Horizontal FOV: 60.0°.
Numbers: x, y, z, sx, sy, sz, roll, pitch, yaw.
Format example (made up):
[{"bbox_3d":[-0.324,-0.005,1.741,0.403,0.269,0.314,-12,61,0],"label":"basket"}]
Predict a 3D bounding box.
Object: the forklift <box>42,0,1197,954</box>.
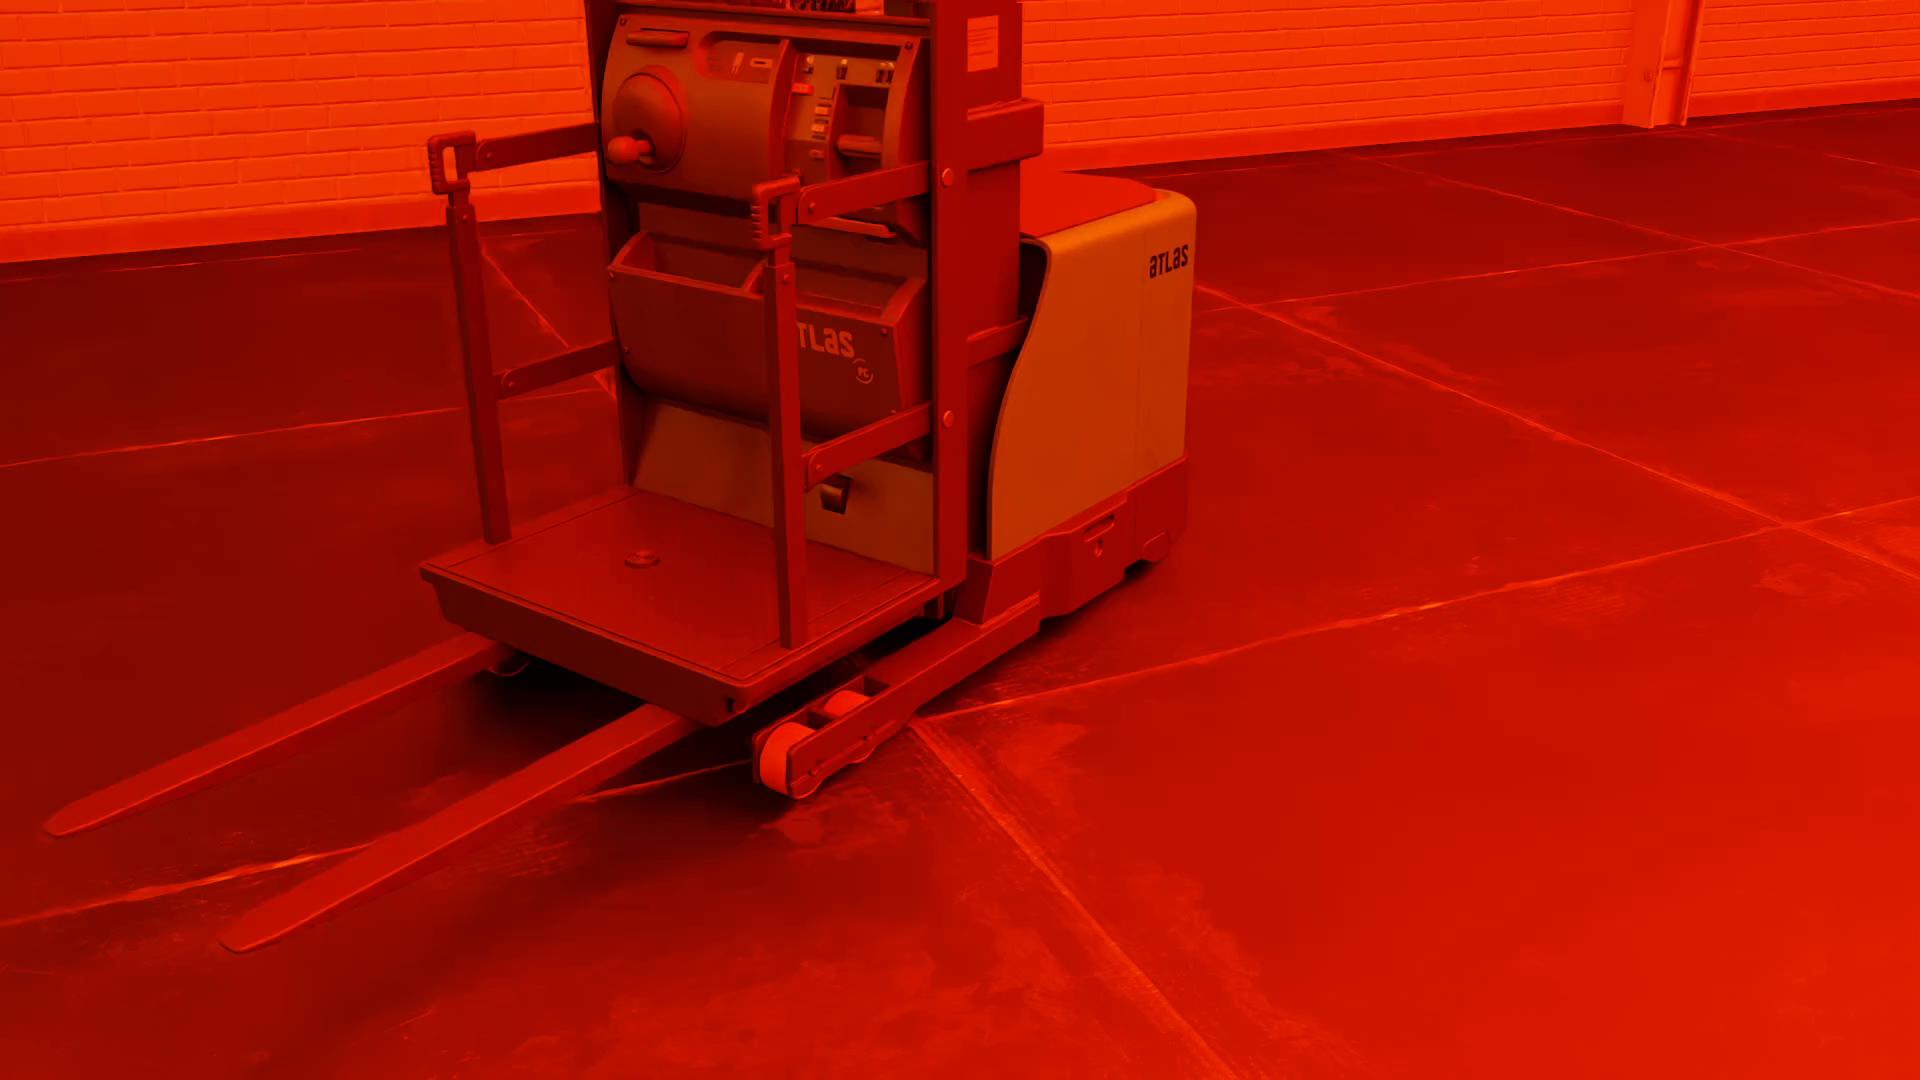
[{"bbox_3d":[-0.602,-0.988,3.664,1.130,2.935,3.031,16,27,33],"label":"forklift"}]
